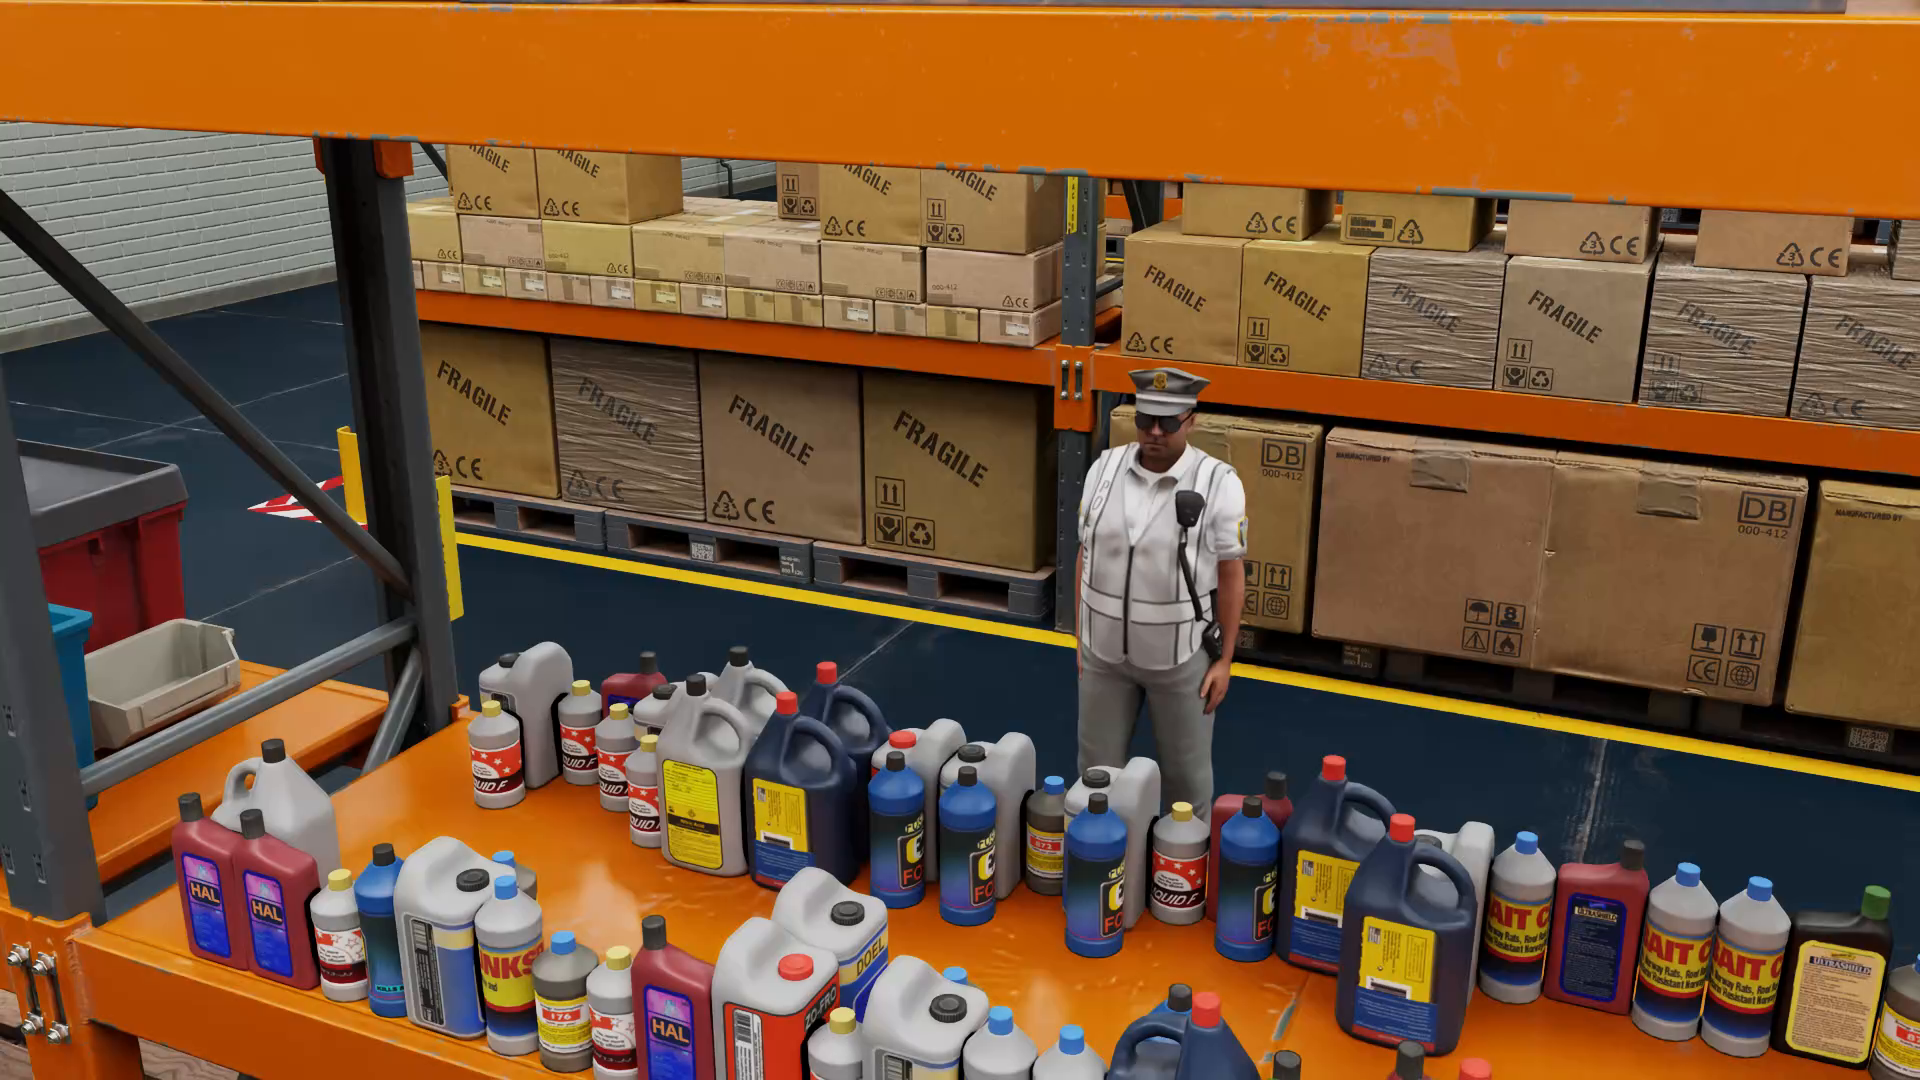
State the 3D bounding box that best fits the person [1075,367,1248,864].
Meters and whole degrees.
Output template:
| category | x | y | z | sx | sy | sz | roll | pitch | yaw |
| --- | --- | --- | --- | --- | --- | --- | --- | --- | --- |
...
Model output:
| category | x | y | z | sx | sy | sz | roll | pitch | yaw |
| --- | --- | --- | --- | --- | --- | --- | --- | --- | --- |
| person | 0.583 | 0.346 | 5.079 | 0.531 | 1.800 | 0.447 | 9 | 21 | 24 |
